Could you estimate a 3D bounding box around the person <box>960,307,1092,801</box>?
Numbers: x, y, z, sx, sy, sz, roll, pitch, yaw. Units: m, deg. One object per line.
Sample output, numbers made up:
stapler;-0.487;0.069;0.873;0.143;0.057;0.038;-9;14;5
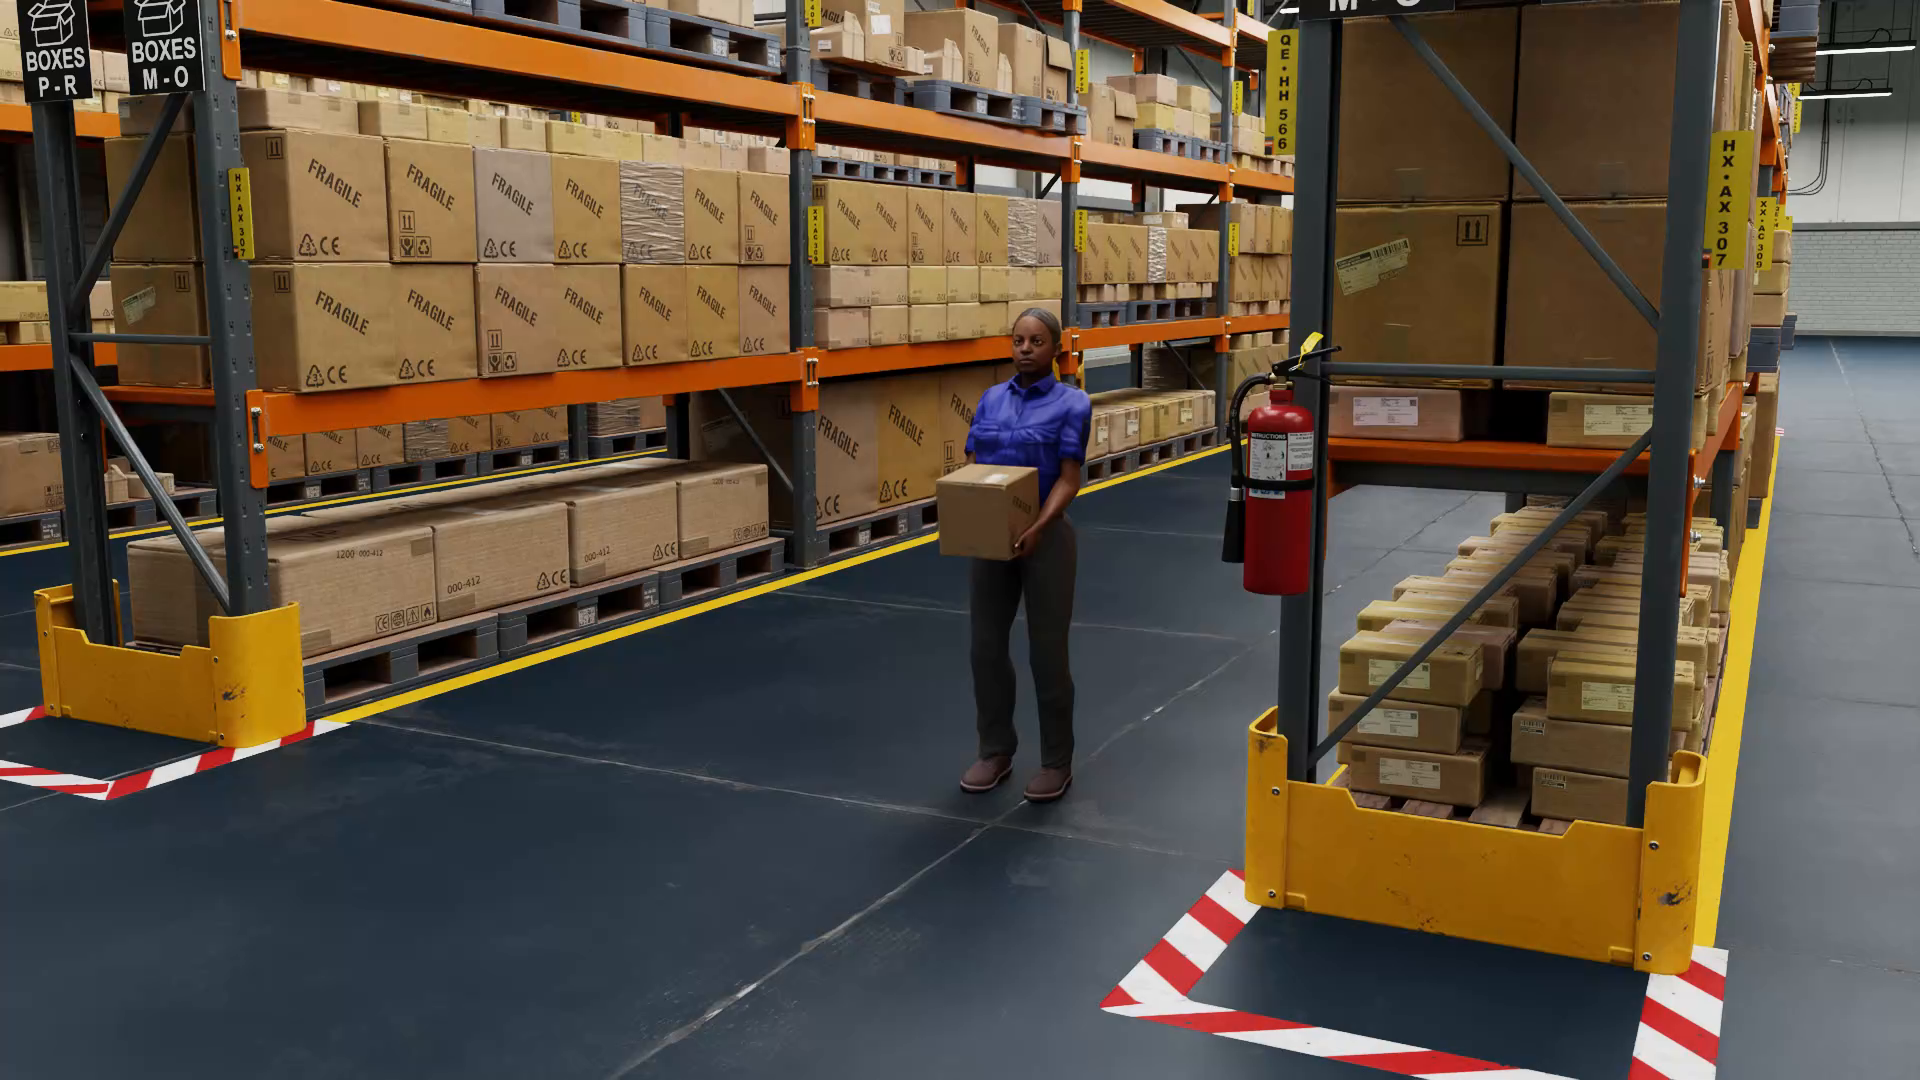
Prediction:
person;0.177;0.053;5.595;0.451;1.650;0.518;5;10;27
